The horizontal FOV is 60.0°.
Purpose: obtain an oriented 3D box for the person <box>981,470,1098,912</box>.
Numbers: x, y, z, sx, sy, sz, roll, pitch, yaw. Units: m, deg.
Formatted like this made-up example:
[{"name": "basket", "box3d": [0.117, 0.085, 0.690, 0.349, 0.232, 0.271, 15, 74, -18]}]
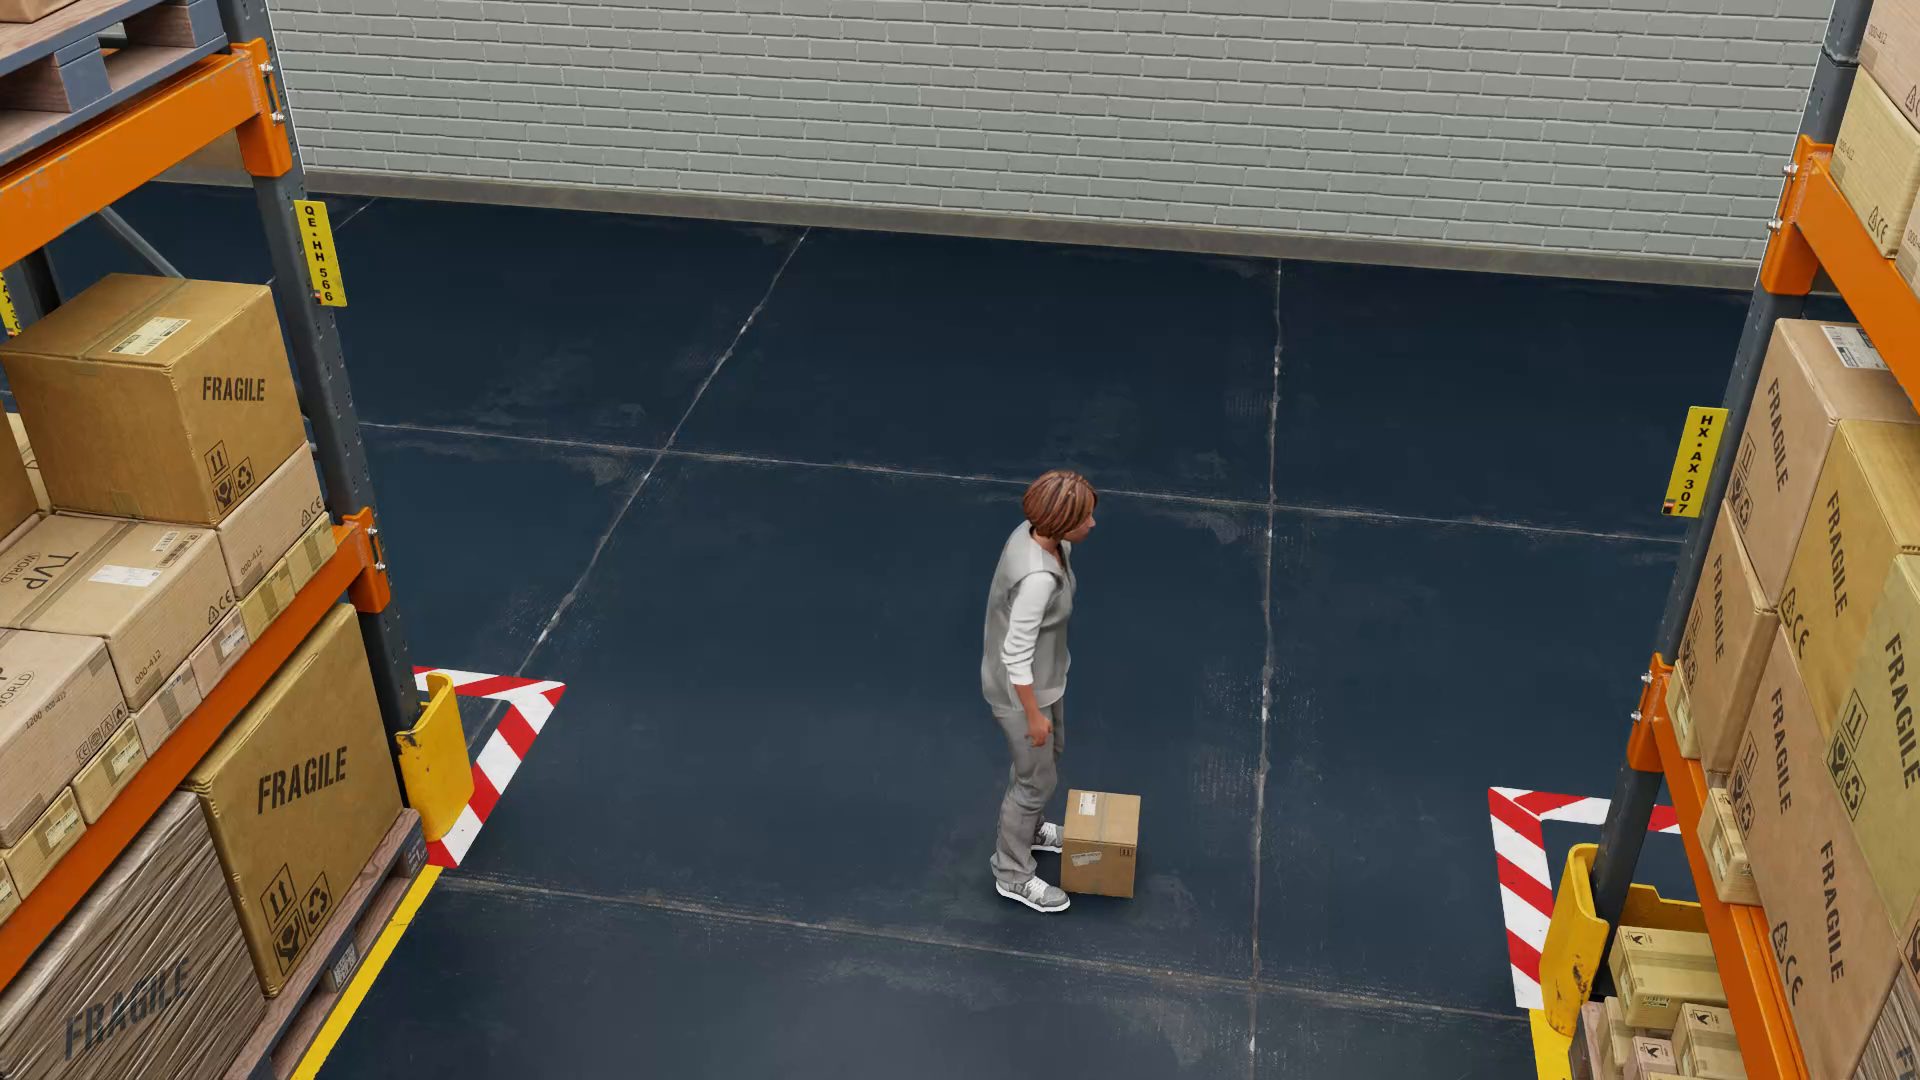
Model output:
[{"name": "person", "box3d": [0.242, 0.470, 5.419, 0.340, 1.593, 0.461, 6, 33, 9]}]
